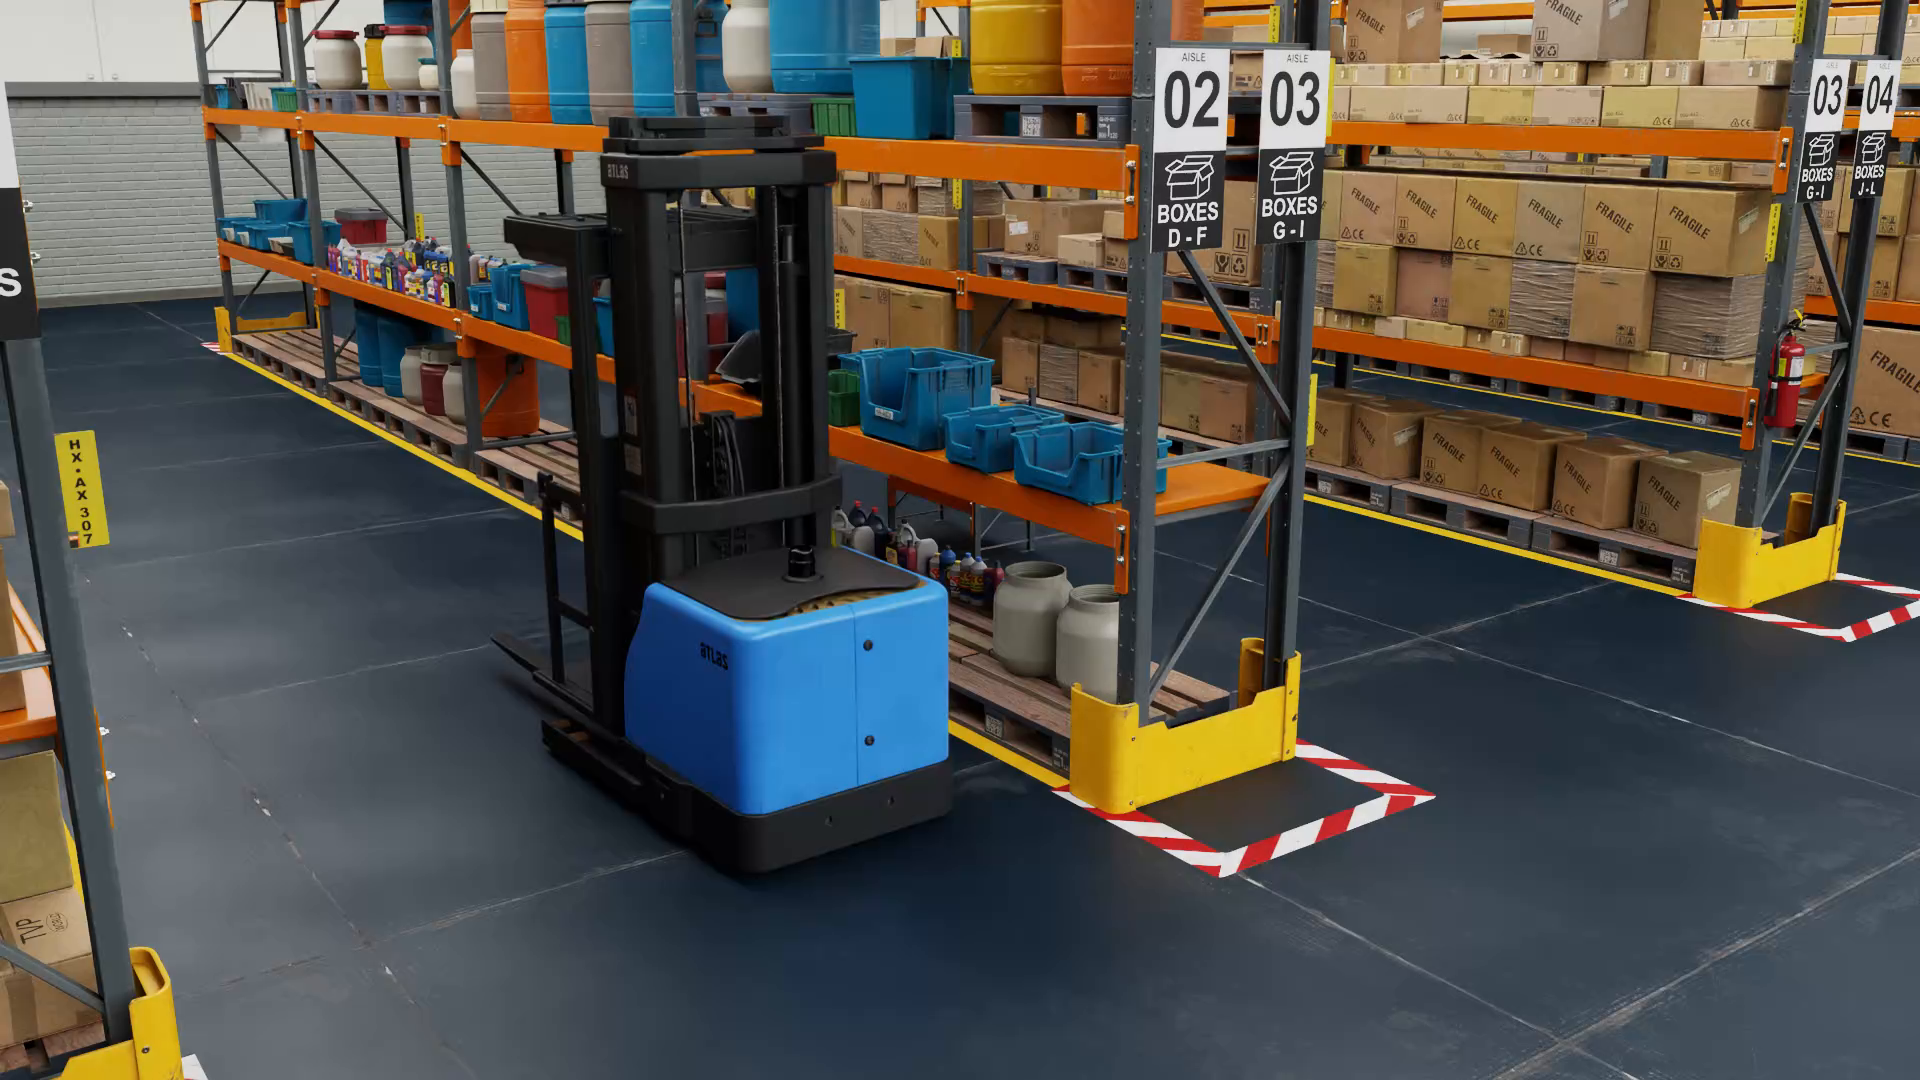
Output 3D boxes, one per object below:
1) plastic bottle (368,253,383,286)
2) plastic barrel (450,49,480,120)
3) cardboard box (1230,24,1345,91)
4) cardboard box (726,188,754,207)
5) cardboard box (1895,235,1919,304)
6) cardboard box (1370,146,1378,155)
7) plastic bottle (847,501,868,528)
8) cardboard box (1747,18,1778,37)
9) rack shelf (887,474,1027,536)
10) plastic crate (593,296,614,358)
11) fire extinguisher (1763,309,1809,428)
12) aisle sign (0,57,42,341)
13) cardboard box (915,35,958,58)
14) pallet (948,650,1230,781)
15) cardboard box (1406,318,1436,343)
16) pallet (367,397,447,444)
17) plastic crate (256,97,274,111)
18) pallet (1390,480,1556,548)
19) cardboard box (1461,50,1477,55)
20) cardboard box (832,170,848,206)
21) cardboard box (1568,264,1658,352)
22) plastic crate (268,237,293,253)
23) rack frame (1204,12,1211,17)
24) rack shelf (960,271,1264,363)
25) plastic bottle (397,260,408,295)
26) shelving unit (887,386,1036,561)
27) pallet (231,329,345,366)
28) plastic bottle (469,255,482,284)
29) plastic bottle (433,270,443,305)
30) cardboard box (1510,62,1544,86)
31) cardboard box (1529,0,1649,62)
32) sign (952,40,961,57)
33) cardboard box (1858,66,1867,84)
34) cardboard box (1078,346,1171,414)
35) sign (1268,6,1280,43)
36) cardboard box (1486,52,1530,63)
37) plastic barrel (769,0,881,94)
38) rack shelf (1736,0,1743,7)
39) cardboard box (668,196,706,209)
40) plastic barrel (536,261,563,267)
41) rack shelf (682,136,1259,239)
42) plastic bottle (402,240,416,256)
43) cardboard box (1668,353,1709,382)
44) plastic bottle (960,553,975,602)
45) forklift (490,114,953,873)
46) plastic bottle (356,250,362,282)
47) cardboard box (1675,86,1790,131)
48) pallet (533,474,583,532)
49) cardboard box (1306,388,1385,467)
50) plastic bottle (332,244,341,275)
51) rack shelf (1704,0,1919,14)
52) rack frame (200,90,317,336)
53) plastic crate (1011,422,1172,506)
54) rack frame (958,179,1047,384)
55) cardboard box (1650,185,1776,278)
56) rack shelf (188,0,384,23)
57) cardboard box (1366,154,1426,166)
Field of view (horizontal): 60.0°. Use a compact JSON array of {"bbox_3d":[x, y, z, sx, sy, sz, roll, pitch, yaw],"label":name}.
[{"bbox_3d":[-5.290,-2.464,15.132,0.152,0.276,0.135,-11,19,-35],"label":"plastic bottle"},{"bbox_3d":[-3.648,-3.462,12.648,0.421,0.512,0.421,0,15,0],"label":"plastic barrel"},{"bbox_3d":[2.579,-3.804,13.121,0.797,0.503,0.637,-12,19,-37],"label":"cardboard box"},{"bbox_3d":[-2.415,-4.187,19.493,0.500,0.500,0.500,-10,18,-33],"label":"cardboard box"},{"bbox_3d":[8.375,-2.281,13.945,0.875,0.550,0.550,-11,19,-35],"label":"cardboard box"},{"bbox_3d":[6.114,-5.628,24.373,0.500,0.500,0.500,-11,19,-34],"label":"cardboard box"},{"bbox_3d":[-0.619,-0.062,10.307,0.144,0.351,0.185,-11,19,-36],"label":"plastic bottle"},{"bbox_3d":[7.085,-4.460,14.488,0.380,0.149,0.250,-11,19,-35],"label":"cardboard box"},{"bbox_3d":[-0.004,-0.308,11.497,0.538,0.278,1.000,-11,19,-35],"label":"rack shelf"},{"bbox_3d":[-2.131,-1.400,11.041,0.392,0.384,0.575,-11,19,-35],"label":"plastic crate"},{"bbox_3d":[4.822,-1.002,9.702,0.296,0.674,0.183,-11,19,-35],"label":"fire extinguisher"},{"bbox_3d":[-2.602,-0.886,4.207,0.394,0.787,0.004,-11,19,-35],"label":"aisle sign"},{"bbox_3d":[0.006,-4.662,16.254,0.797,0.503,0.637,-10,18,-31],"label":"cardboard box"},{"bbox_3d":[0.565,0.795,8.271,1.003,0.211,1.213,-11,19,-35],"label":"pallet"},{"bbox_3d":[3.413,-1.513,11.897,0.380,0.149,0.250,-11,19,-35],"label":"cardboard box"},{"bbox_3d":[-4.793,-1.152,15.386,1.003,0.211,1.213,-11,19,-35],"label":"pallet"},{"bbox_3d":[-6.991,-4.461,17.011,0.293,0.136,0.466,-11,19,-35],"label":"plastic crate"},{"bbox_3d":[3.920,-0.246,12.075,1.003,0.211,1.213,-11,19,-35],"label":"pallet"},{"bbox_3d":[7.168,-6.411,22.650,0.500,0.500,0.500,-11,19,-34],"label":"cardboard box"},{"bbox_3d":[-1.152,-3.946,18.223,0.797,0.503,0.637,-11,19,-34],"label":"cardboard box"},{"bbox_3d":[4.435,-1.537,10.757,0.875,0.500,0.500,-11,19,-35],"label":"cardboard box"},{"bbox_3d":[-7.202,-3.156,17.811,0.293,0.136,0.466,-11,19,-35],"label":"plastic crate"},{"bbox_3d":[3.736,-8.984,27.353,1.000,3.000,0.127,-11,19,-35],"label":"rack frame"},{"bbox_3d":[1.599,-2.070,14.818,1.077,0.370,4.000,-11,19,-35],"label":"rack shelf"},{"bbox_3d":[-4.838,-2.283,14.456,0.061,0.283,0.133,-11,19,-35],"label":"plastic bottle"},{"bbox_3d":[-0.004,-0.544,11.433,0.538,1.125,1.048,-11,19,-35],"label":"shelving unit"},{"bbox_3d":[-7.833,-2.256,19.419,1.003,0.211,1.213,-11,19,-35],"label":"pallet"},{"bbox_3d":[-4.391,-2.454,15.094,0.152,0.276,0.135,-11,19,-35],"label":"plastic bottle"},{"bbox_3d":[-4.302,-2.088,13.744,0.061,0.283,0.133,-11,19,-35],"label":"plastic bottle"},{"bbox_3d":[3.829,-3.058,10.913,0.380,0.149,0.250,-12,19,-37],"label":"cardboard box"},{"bbox_3d":[4.011,-3.307,10.594,0.500,0.500,0.500,-11,19,-35],"label":"cardboard box"},{"bbox_3d":[-0.030,-4.494,15.501,0.100,0.325,0.005,-11,19,-35],"label":"sign"},{"bbox_3d":[7.680,-3.859,13.802,0.380,0.149,0.250,-11,19,-34],"label":"cardboard box"},{"bbox_3d":[1.509,-1.474,15.180,0.700,0.500,0.500,-9,18,-30],"label":"cardboard box"},{"bbox_3d":[2.328,-3.789,12.329,0.100,0.325,0.005,-11,19,-35],"label":"sign"},{"bbox_3d":[5.638,-4.733,16.687,0.500,0.311,0.500,-12,19,-37],"label":"cardboard box"},{"bbox_3d":[-0.733,-2.883,8.999,0.600,0.901,0.708,-11,19,-35],"label":"plastic barrel"},{"bbox_3d":[8.023,-4.664,13.693,1.077,0.370,4.000,-11,19,-35],"label":"rack shelf"},{"bbox_3d":[-3.302,-4.150,20.778,0.500,0.250,0.500,-11,19,-36],"label":"cardboard box"},{"bbox_3d":[-3.065,-2.088,13.267,0.600,0.536,0.708,-11,19,-35],"label":"plastic barrel"},{"bbox_3d":[-0.055,-1.893,8.493,1.077,0.370,4.000,-11,19,-35],"label":"rack shelf"},{"bbox_3d":[-5.442,-2.835,16.488,0.152,0.276,0.135,-11,19,-35],"label":"plastic bottle"},{"bbox_3d":[4.646,-1.097,10.376,0.380,0.149,0.250,-11,19,-35],"label":"cardboard box"},{"bbox_3d":[0.046,0.207,9.472,0.097,0.271,0.097,0,15,0],"label":"plastic bottle"},{"bbox_3d":[-1.325,-0.428,7.587,1.130,2.935,3.031,-11,19,-36],"label":"forklift"},{"bbox_3d":[-5.542,-2.539,15.390,0.061,0.283,0.133,-11,19,-35],"label":"plastic bottle"},{"bbox_3d":[4.638,-2.573,9.898,0.500,0.250,0.500,-10,18,-33],"label":"cardboard box"},{"bbox_3d":[-2.446,-0.298,12.266,1.003,0.211,1.213,-11,19,-35],"label":"pallet"},{"bbox_3d":[2.978,-0.895,13.103,0.500,0.500,0.500,-12,19,-36],"label":"cardboard box"},{"bbox_3d":[-5.986,-2.700,15.979,0.061,0.283,0.133,-11,19,-35],"label":"plastic bottle"},{"bbox_3d":[9.615,-6.309,19.699,1.077,0.370,4.000,-11,19,-35],"label":"rack shelf"},{"bbox_3d":[-8.287,-3.783,19.716,1.000,3.000,0.127,-11,19,-35],"label":"rack frame"},{"bbox_3d":[0.584,-0.355,7.474,0.499,0.251,0.616,-11,19,-35],"label":"plastic crate"},{"bbox_3d":[0.423,-2.844,16.284,1.000,3.000,0.127,-11,19,-35],"label":"rack frame"},{"bbox_3d":[4.604,-1.888,10.147,0.500,0.500,0.500,-11,19,-35],"label":"cardboard box"},{"bbox_3d":[-7.111,-5.710,17.512,1.077,0.370,4.000,-11,19,-35],"label":"rack shelf"},{"bbox_3d":[4.751,-4.025,18.517,0.700,0.500,0.500,-11,19,-35],"label":"cardboard box"}]
